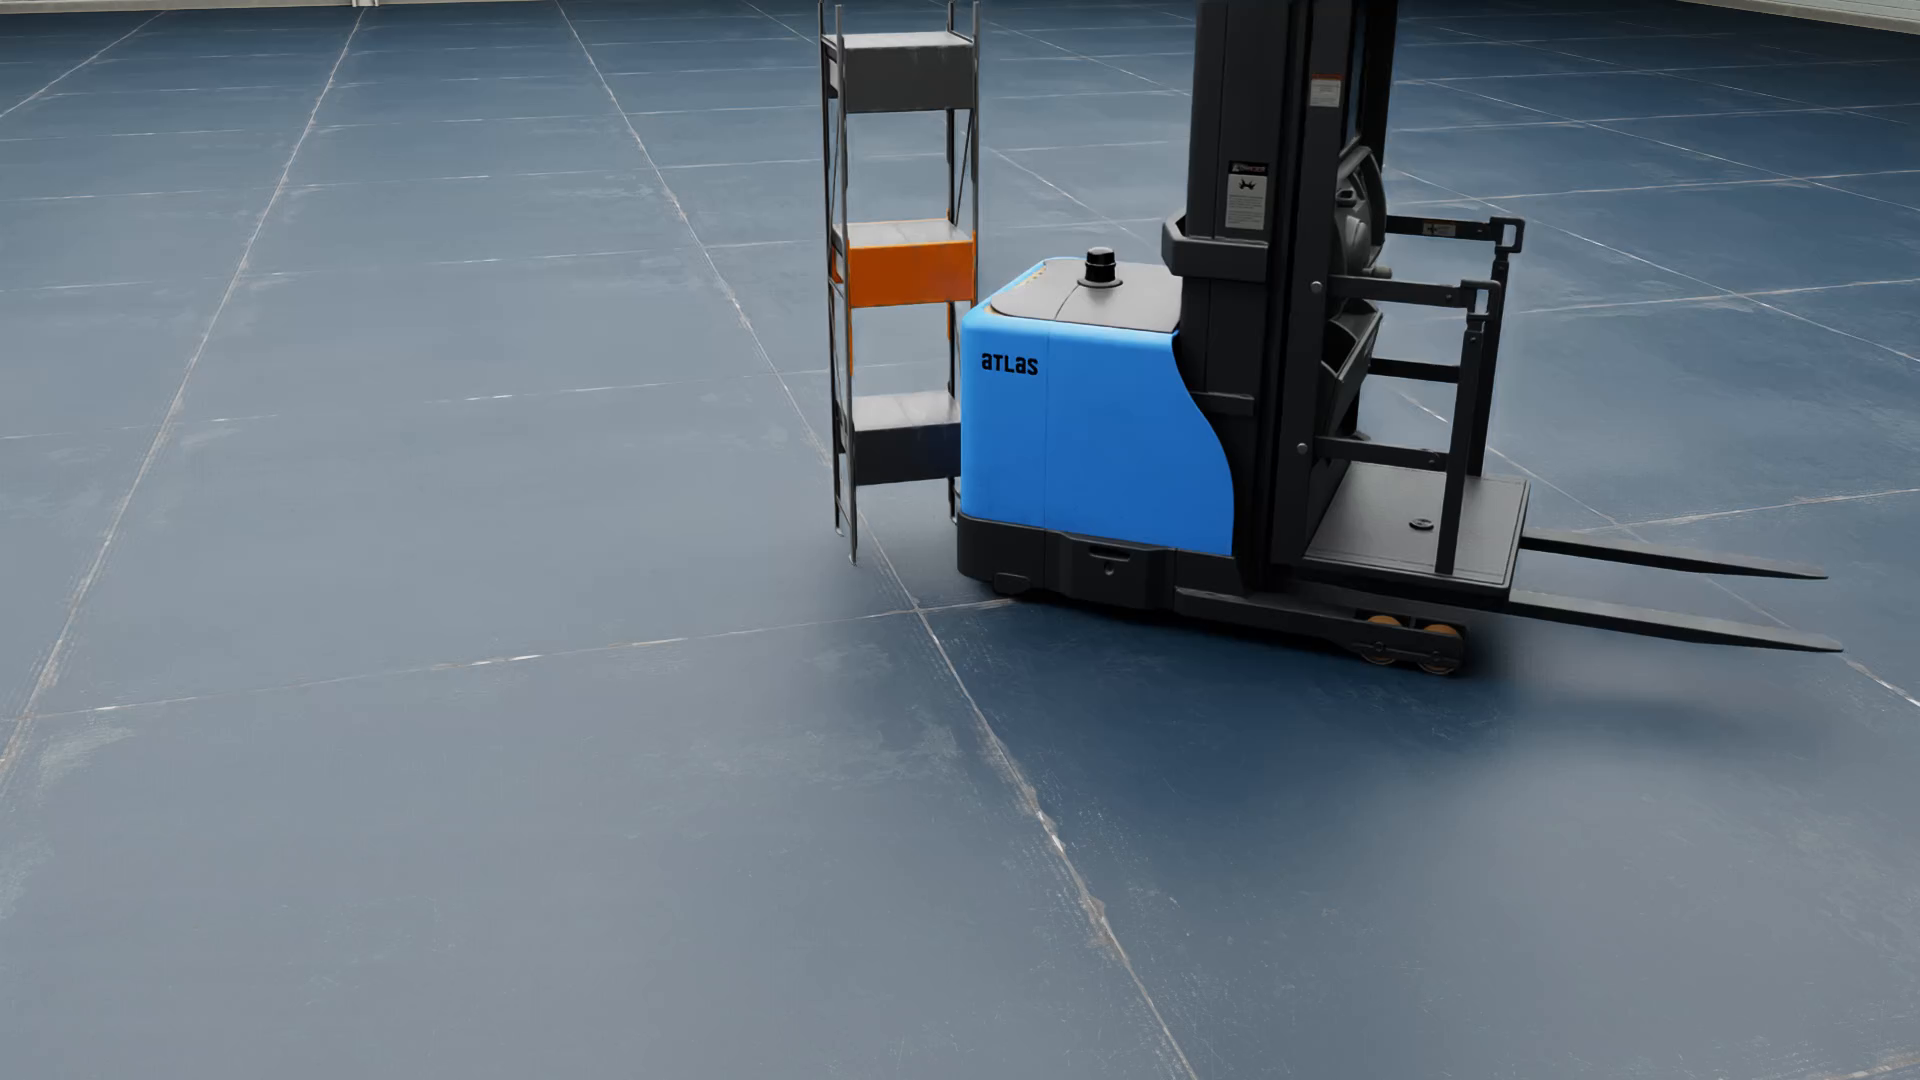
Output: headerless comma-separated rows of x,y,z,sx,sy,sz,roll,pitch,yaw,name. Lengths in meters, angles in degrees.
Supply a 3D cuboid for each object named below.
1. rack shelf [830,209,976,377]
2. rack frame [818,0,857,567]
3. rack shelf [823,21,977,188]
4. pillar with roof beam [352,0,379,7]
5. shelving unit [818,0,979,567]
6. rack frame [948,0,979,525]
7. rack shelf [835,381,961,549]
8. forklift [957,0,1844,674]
-0.224,-0.949,6.333,0.480,0.518,0.431,-6,24,-13,rack shelf
-0.461,-0.938,6.273,0.015,2.100,0.400,-6,24,-13,rack frame
-0.224,-1.592,6.057,0.480,0.518,0.431,-6,24,-13,rack shelf
-8.450,-11.153,21.331,0.400,9.000,9.100,-6,24,-14,pillar with roof beam
-0.224,-0.961,6.328,0.503,2.100,0.431,-6,24,-13,shelving unit
0.012,-0.985,6.382,0.015,2.100,0.400,-6,24,-13,rack frame
-0.224,-0.306,6.609,0.480,0.518,0.431,-6,24,-13,rack shelf
1.558,-1.126,5.657,3.031,2.935,1.130,9,25,20,forklift
